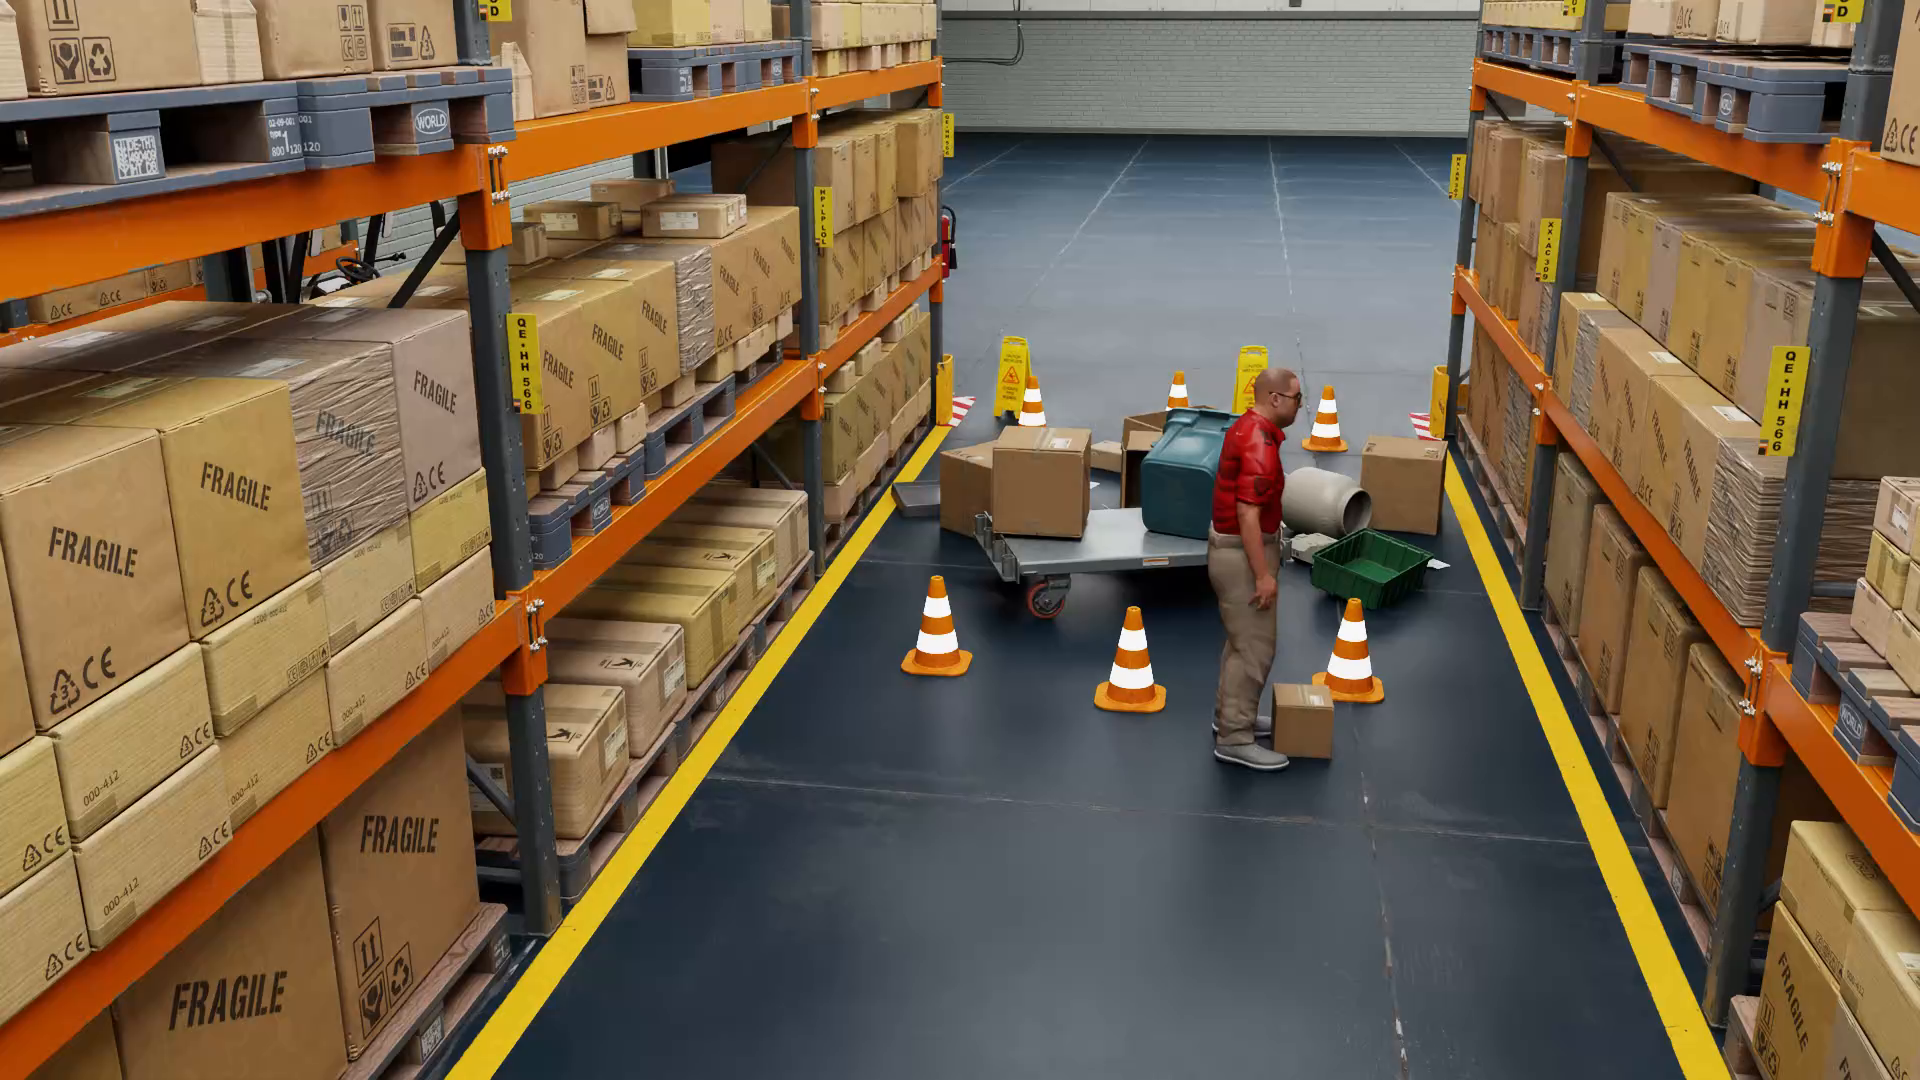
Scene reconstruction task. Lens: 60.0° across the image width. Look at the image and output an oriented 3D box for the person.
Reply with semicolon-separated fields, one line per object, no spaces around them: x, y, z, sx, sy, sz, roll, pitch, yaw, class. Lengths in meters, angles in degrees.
1.280;0.097;7.274;0.393;1.726;0.606;2;18;5;person
